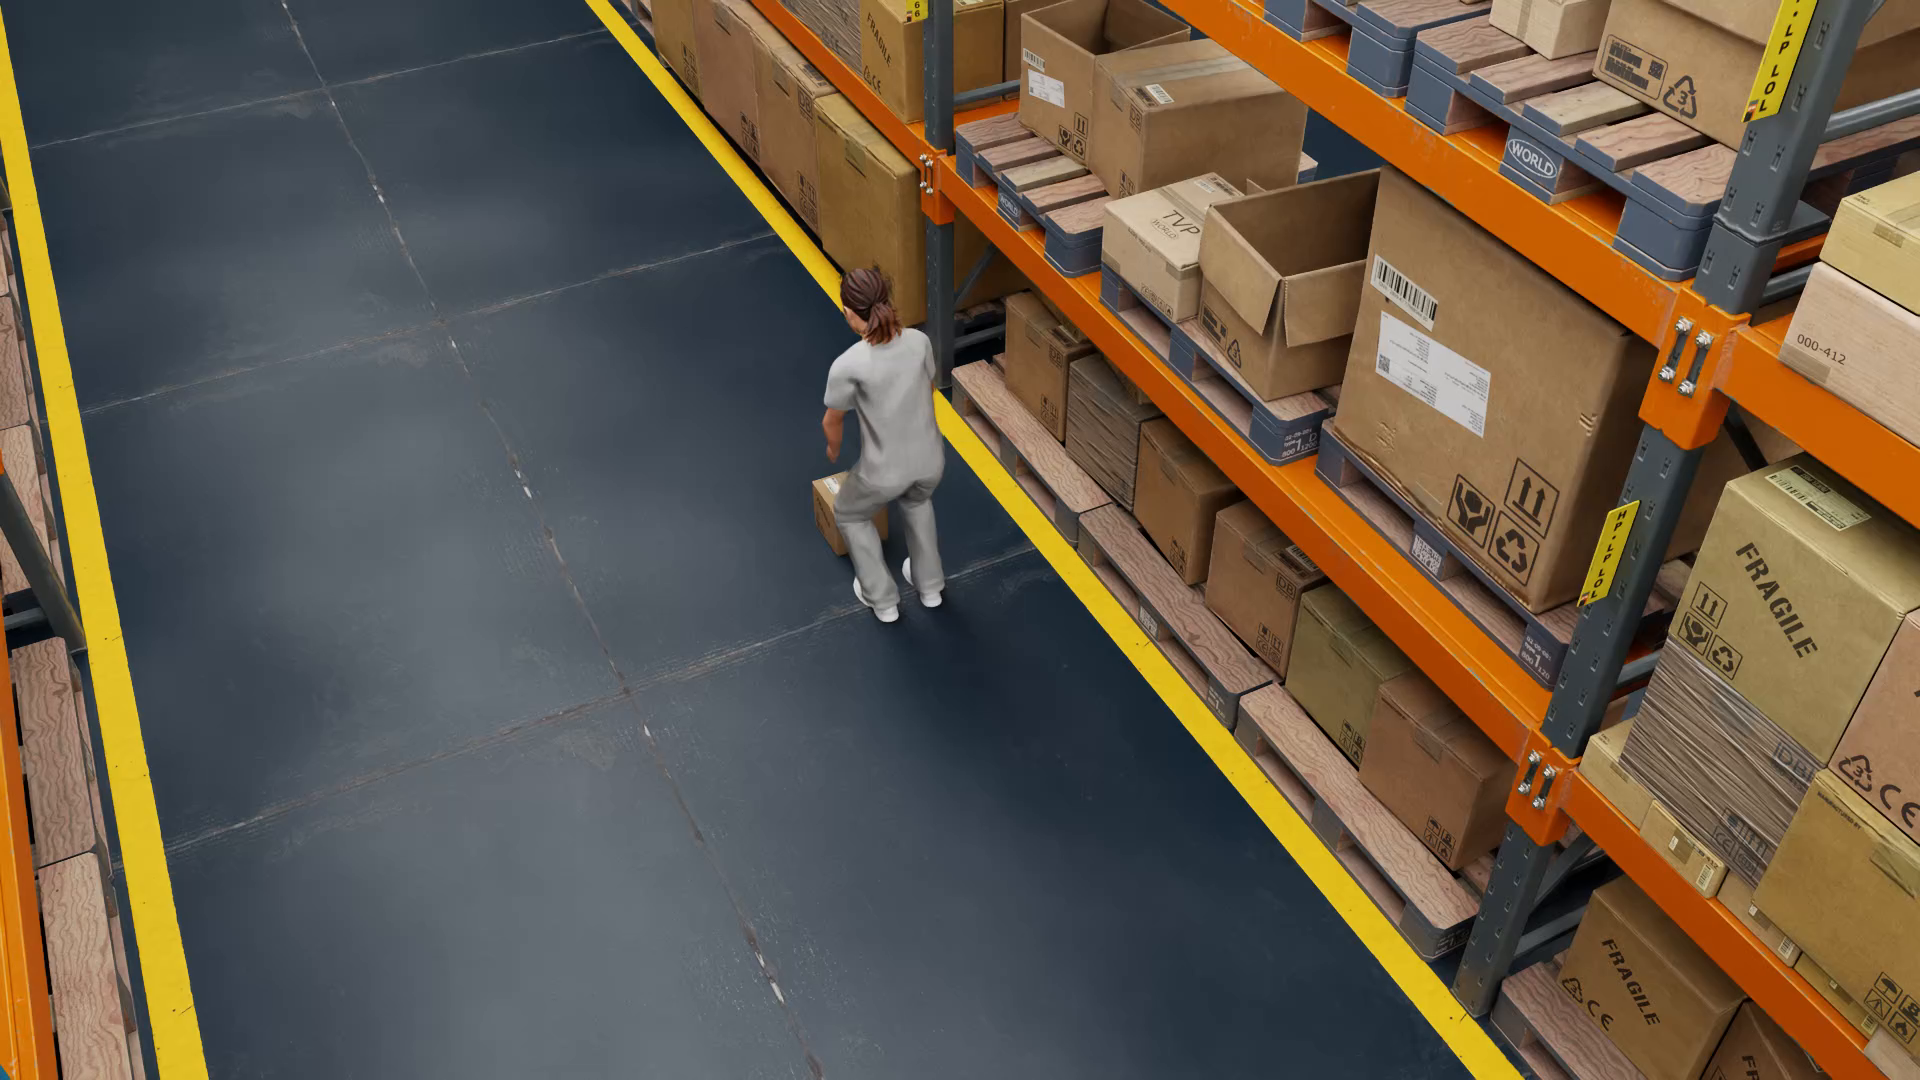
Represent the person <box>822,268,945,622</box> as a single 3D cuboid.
[{"bbox_3d":[-0.305,-0.340,6.659,0.478,1.533,0.486,-18,45,-19],"label":"person"}]
